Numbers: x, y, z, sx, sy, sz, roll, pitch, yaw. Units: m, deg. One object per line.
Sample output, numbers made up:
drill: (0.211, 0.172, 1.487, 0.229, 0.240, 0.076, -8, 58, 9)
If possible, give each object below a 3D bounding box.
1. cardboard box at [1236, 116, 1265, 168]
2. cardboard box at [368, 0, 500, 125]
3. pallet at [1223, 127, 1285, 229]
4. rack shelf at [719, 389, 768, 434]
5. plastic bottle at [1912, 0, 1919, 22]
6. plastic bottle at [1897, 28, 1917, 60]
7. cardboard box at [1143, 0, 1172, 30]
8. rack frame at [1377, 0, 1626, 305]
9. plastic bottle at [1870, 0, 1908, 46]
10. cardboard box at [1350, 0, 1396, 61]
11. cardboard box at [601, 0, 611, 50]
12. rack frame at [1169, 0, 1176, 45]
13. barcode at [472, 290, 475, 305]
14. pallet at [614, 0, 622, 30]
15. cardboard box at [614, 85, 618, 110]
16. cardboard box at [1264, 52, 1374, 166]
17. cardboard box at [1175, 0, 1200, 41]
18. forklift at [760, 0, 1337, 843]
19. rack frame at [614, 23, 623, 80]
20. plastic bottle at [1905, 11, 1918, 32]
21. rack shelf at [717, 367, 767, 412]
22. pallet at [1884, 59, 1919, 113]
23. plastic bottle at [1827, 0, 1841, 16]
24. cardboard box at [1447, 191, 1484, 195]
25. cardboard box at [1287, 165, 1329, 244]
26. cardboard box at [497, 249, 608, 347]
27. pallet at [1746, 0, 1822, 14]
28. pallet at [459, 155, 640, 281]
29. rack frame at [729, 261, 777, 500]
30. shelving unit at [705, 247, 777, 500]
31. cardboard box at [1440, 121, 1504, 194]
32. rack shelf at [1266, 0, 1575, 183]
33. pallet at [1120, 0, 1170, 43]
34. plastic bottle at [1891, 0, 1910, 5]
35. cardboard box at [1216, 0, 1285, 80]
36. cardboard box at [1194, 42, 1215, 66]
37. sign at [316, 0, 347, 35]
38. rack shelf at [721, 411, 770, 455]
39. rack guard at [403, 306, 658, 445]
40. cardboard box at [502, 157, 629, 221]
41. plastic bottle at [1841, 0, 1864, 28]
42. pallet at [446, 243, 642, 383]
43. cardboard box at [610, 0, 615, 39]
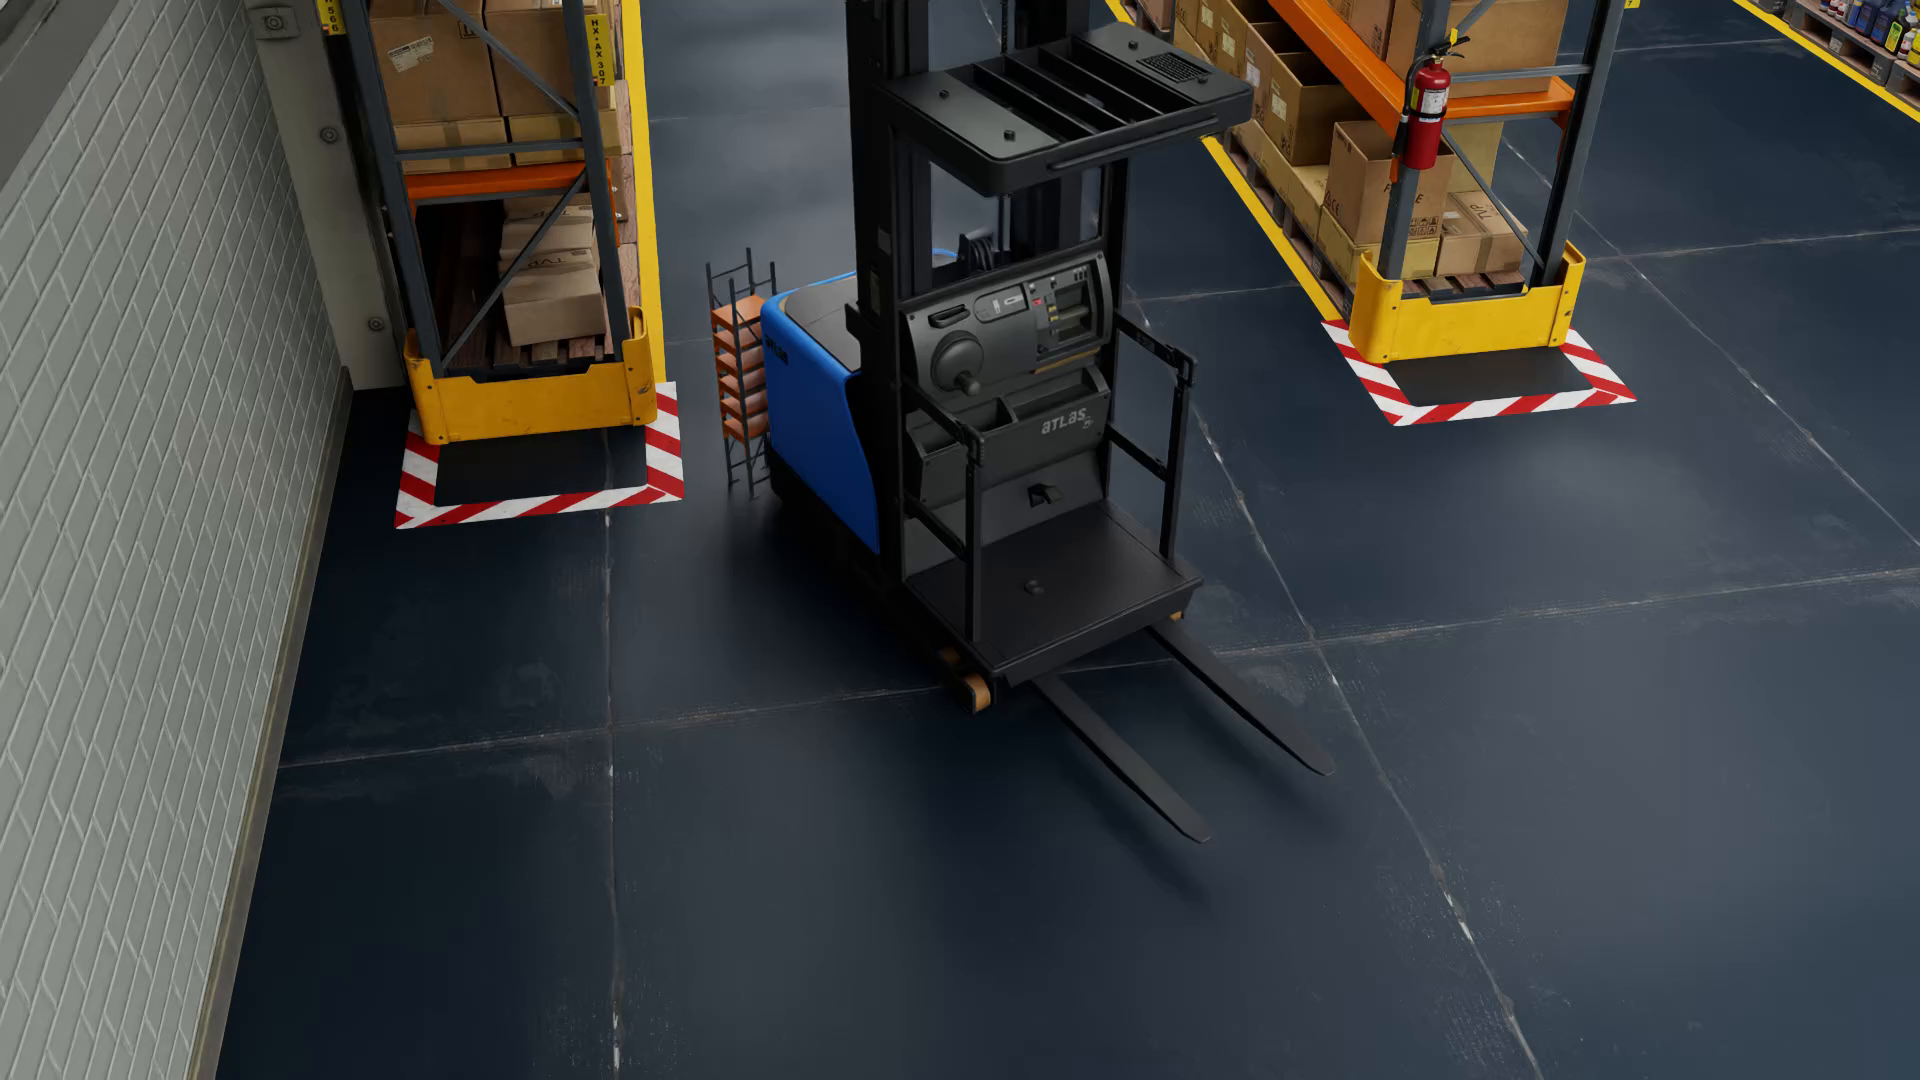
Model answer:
cardboard box: (2.076, -2.589, 10.536, 0.500, 0.250, 0.500, -6, 38, -8)
cardboard box: (-2.432, -2.284, 7.739, 0.500, 0.500, 0.500, -7, 38, -8)
pallet: (2.350, -2.404, 10.672, 1.003, 0.211, 1.213, -6, 38, -8)
rack shelf: (-0.976, -0.627, 7.847, 0.258, 0.103, 0.180, -28, 46, -31)
plastic bottle: (7.167, -4.013, 12.271, 0.144, 0.351, 0.185, -6, 38, -8)
plastic bottle: (6.704, -3.508, 11.742, 0.097, 0.201, 0.097, 0, 38, 0)
cardboard box: (1.676, -4.027, 12.388, 0.500, 0.250, 0.500, -7, 38, -8)
rack frame: (2.736, -2.312, 8.281, 1.000, 3.000, 0.127, -6, 38, -8)
plastic bottle: (6.678, -3.740, 11.920, 0.144, 0.351, 0.185, -8, 39, -10)
cardboard box: (2.570, -2.952, 9.023, 0.700, 0.500, 0.500, -5, 38, -7)
cardboard box: (-2.005, -2.642, 8.201, 0.500, 0.500, 0.500, -6, 38, -8)
rack frame: (2.035, -4.728, 11.391, 1.000, 3.000, 0.127, -6, 38, -8)
barcode: (-2.570, -1.288, 8.789, 0.001, 0.075, 0.075, -6, 38, -8)
pallet: (-3.197, -4.300, 13.113, 1.003, 0.211, 1.213, -6, 38, -8)
cardboard box: (-2.019, -2.367, 8.457, 0.500, 0.250, 0.500, -7, 38, -9)
cardboard box: (2.159, -2.582, 9.917, 0.500, 0.500, 0.500, -6, 38, -8)
cardboard box: (1.808, -3.790, 11.472, 0.500, 0.500, 0.500, -6, 38, -8)
forklift: (0.320, -0.781, 6.367, 1.130, 2.935, 3.031, -22, 43, -25)
rack frame: (-2.842, -4.193, 10.702, 1.000, 3.000, 0.127, -6, 38, -8)
plastic bottle: (6.741, -3.624, 11.835, 0.097, 0.271, 0.097, 0, 38, 0)
rack shelf: (-0.976, -0.722, 7.773, 0.258, 0.103, 0.180, -28, 46, -31)
pallet: (7.206, -3.009, 11.451, 1.003, 0.211, 1.213, -6, 38, -8)
plastic bottle: (6.554, -4.026, 12.410, 0.097, 0.201, 0.097, 0, 38, 0)
cardboard box: (2.770, -2.041, 9.832, 0.500, 0.250, 0.500, -6, 38, -8)
cardboard box: (2.251, -1.985, 9.759, 0.500, 0.250, 0.500, -6, 38, -8)
cardboard box: (-2.173, -1.316, 8.833, 0.500, 0.311, 0.500, -10, 39, -13)
pallet: (6.736, -4.628, 13.534, 1.003, 0.211, 1.213, -6, 38, -8)
pallet: (-2.472, -1.952, 10.090, 1.003, 0.211, 1.213, -6, 38, -8)
rack frame: (-0.917, -0.714, 7.691, 0.240, 1.200, 0.006, -28, 46, -31)
shelving unit: (-0.976, -0.757, 7.746, 0.258, 1.200, 0.189, -28, 46, -31)
cardboard box: (2.771, -2.338, 9.602, 0.500, 0.500, 0.500, -6, 38, -8)
rack shelf: (2.385, -3.236, 10.057, 1.077, 0.370, 4.000, -6, 38, -8)
pallet: (1.867, -4.068, 12.814, 1.003, 0.211, 1.213, -6, 38, -8)
plastic bottle: (6.787, -3.870, 12.086, 0.144, 0.351, 0.185, -6, 38, -8)
cardboard box: (1.983, -3.186, 10.694, 0.500, 0.500, 0.500, -6, 38, -8)
cardboard box: (1.900, -3.193, 11.314, 0.500, 0.250, 0.500, -6, 38, -8)
sign: (-2.690, -2.311, 7.079, 0.100, 0.325, 0.005, -6, 38, -8)
rack shelf: (-0.976, -0.532, 7.920, 0.258, 0.103, 0.180, -28, 46, -31)
rack guard: (-2.154, -0.836, 8.418, 1.175, 0.500, 0.348, -6, 38, -8)
cardboard box: (-2.353, -2.184, 9.795, 0.700, 0.500, 0.500, -9, 39, -11)
plastic bottle: (6.620, -3.925, 12.218, 0.152, 0.276, 0.135, -5, 38, -6)
pallet: (-2.261, -1.216, 9.143, 1.003, 0.211, 1.213, -6, 38, -8)
cardboard box: (-2.188, -2.981, 9.247, 0.500, 0.250, 0.500, -6, 38, -8)
